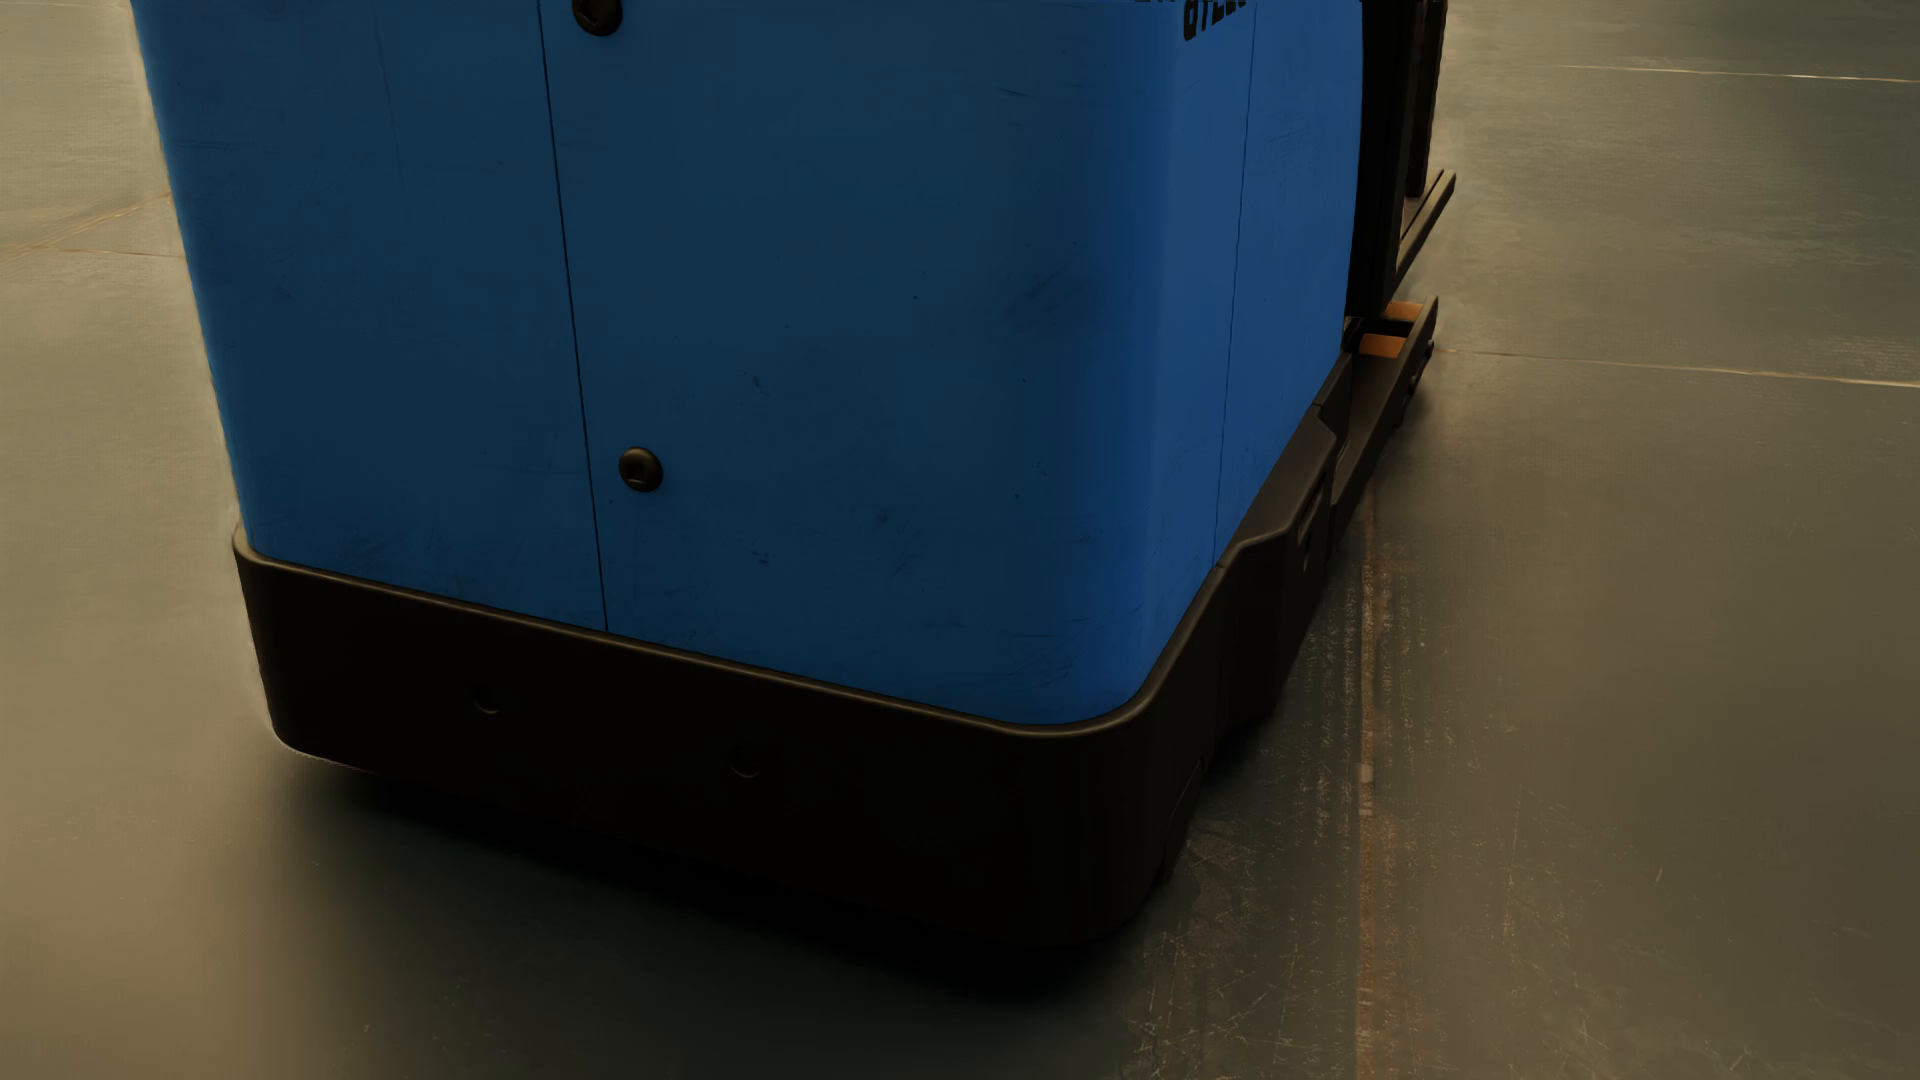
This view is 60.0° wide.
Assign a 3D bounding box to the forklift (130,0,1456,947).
[{"bbox_3d":[0.229,-1.564,2.345,1.130,2.935,3.031,11,29,20],"label":"forklift"}]
